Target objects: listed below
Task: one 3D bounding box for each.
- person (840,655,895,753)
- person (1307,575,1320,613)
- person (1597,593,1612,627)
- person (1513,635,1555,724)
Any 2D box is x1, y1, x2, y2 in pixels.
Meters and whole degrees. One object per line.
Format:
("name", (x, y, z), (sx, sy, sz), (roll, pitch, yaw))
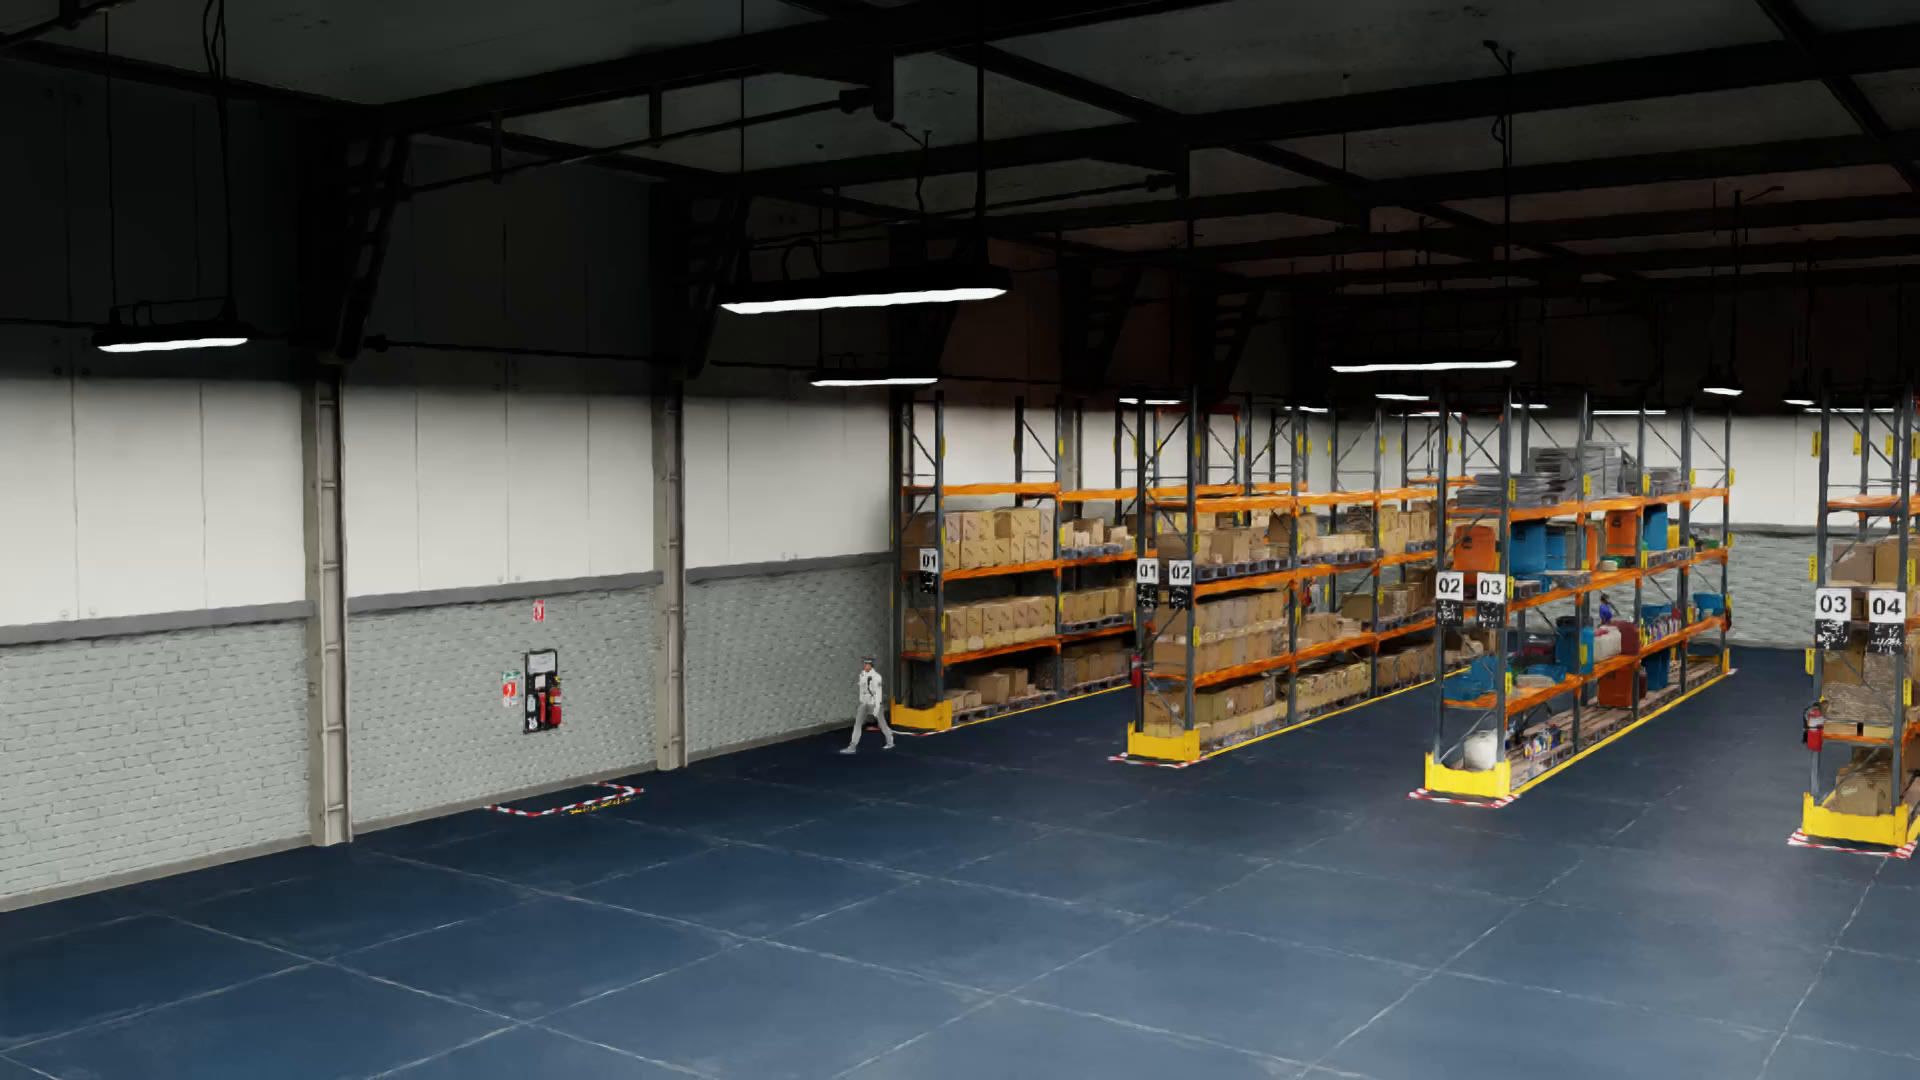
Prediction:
("person", (-1.482, 2.657, 27.081), (0.474, 1.586, 1.056), (2, 4, 38))
("person", (9.139, 1.712, 43.792), (0.652, 1.666, 0.475), (-1, 3, -9))
("person", (14.630, 2.033, 37.772), (0.373, 1.657, 0.584), (1, 3, 23))
("person", (10.404, 2.509, 29.931), (0.909, 1.602, 0.500), (-3, 4, -39))
